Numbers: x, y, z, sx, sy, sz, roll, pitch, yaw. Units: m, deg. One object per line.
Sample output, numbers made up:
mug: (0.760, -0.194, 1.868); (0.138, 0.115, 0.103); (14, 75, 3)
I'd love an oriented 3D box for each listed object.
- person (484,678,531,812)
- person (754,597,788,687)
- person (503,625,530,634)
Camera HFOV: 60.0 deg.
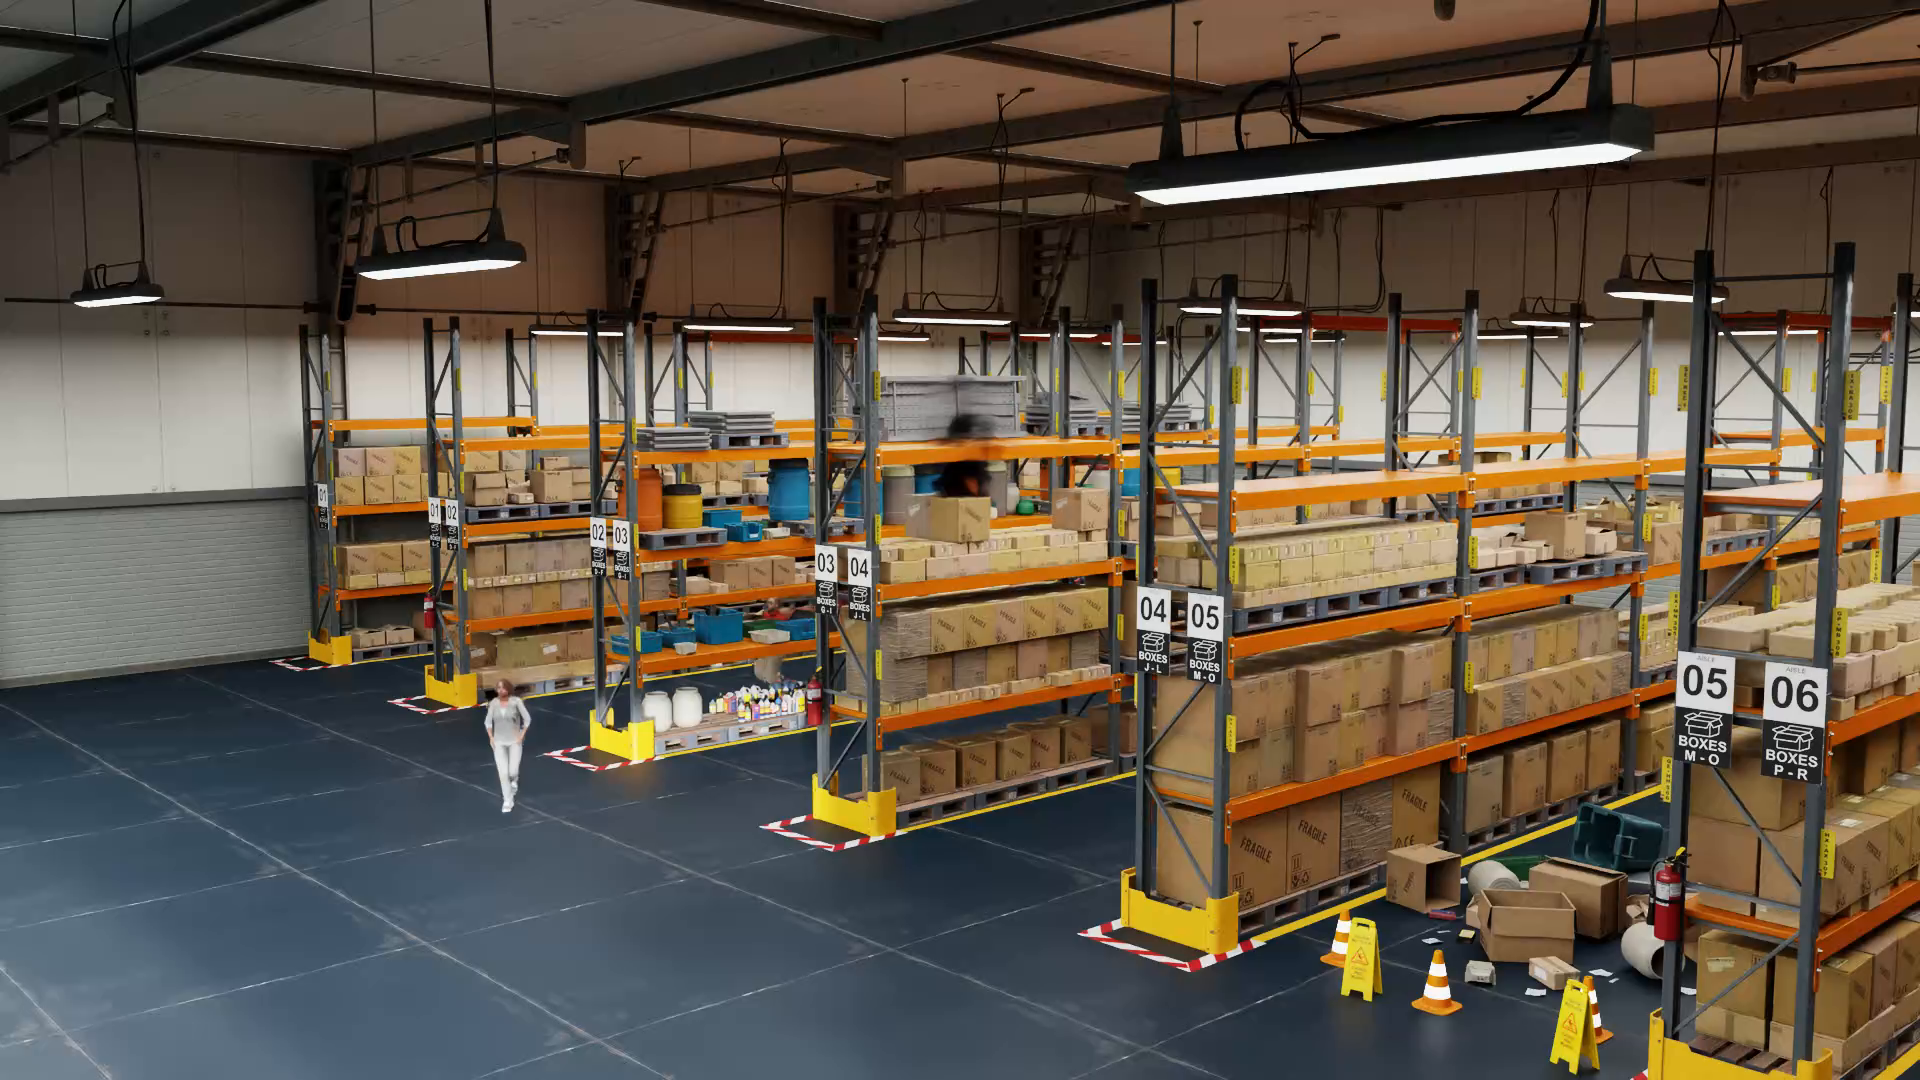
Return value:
person: (-5.365, 2.409, 19.736); (0.535, 1.568, 0.506); (-1, 6, -5)
person: (-2.925, 1.719, 25.926); (0.670, 1.684, 0.597); (5, 8, 42)
person: (-7.666, 1.392, 29.064); (0.561, 1.709, 0.775); (5, 8, 42)
